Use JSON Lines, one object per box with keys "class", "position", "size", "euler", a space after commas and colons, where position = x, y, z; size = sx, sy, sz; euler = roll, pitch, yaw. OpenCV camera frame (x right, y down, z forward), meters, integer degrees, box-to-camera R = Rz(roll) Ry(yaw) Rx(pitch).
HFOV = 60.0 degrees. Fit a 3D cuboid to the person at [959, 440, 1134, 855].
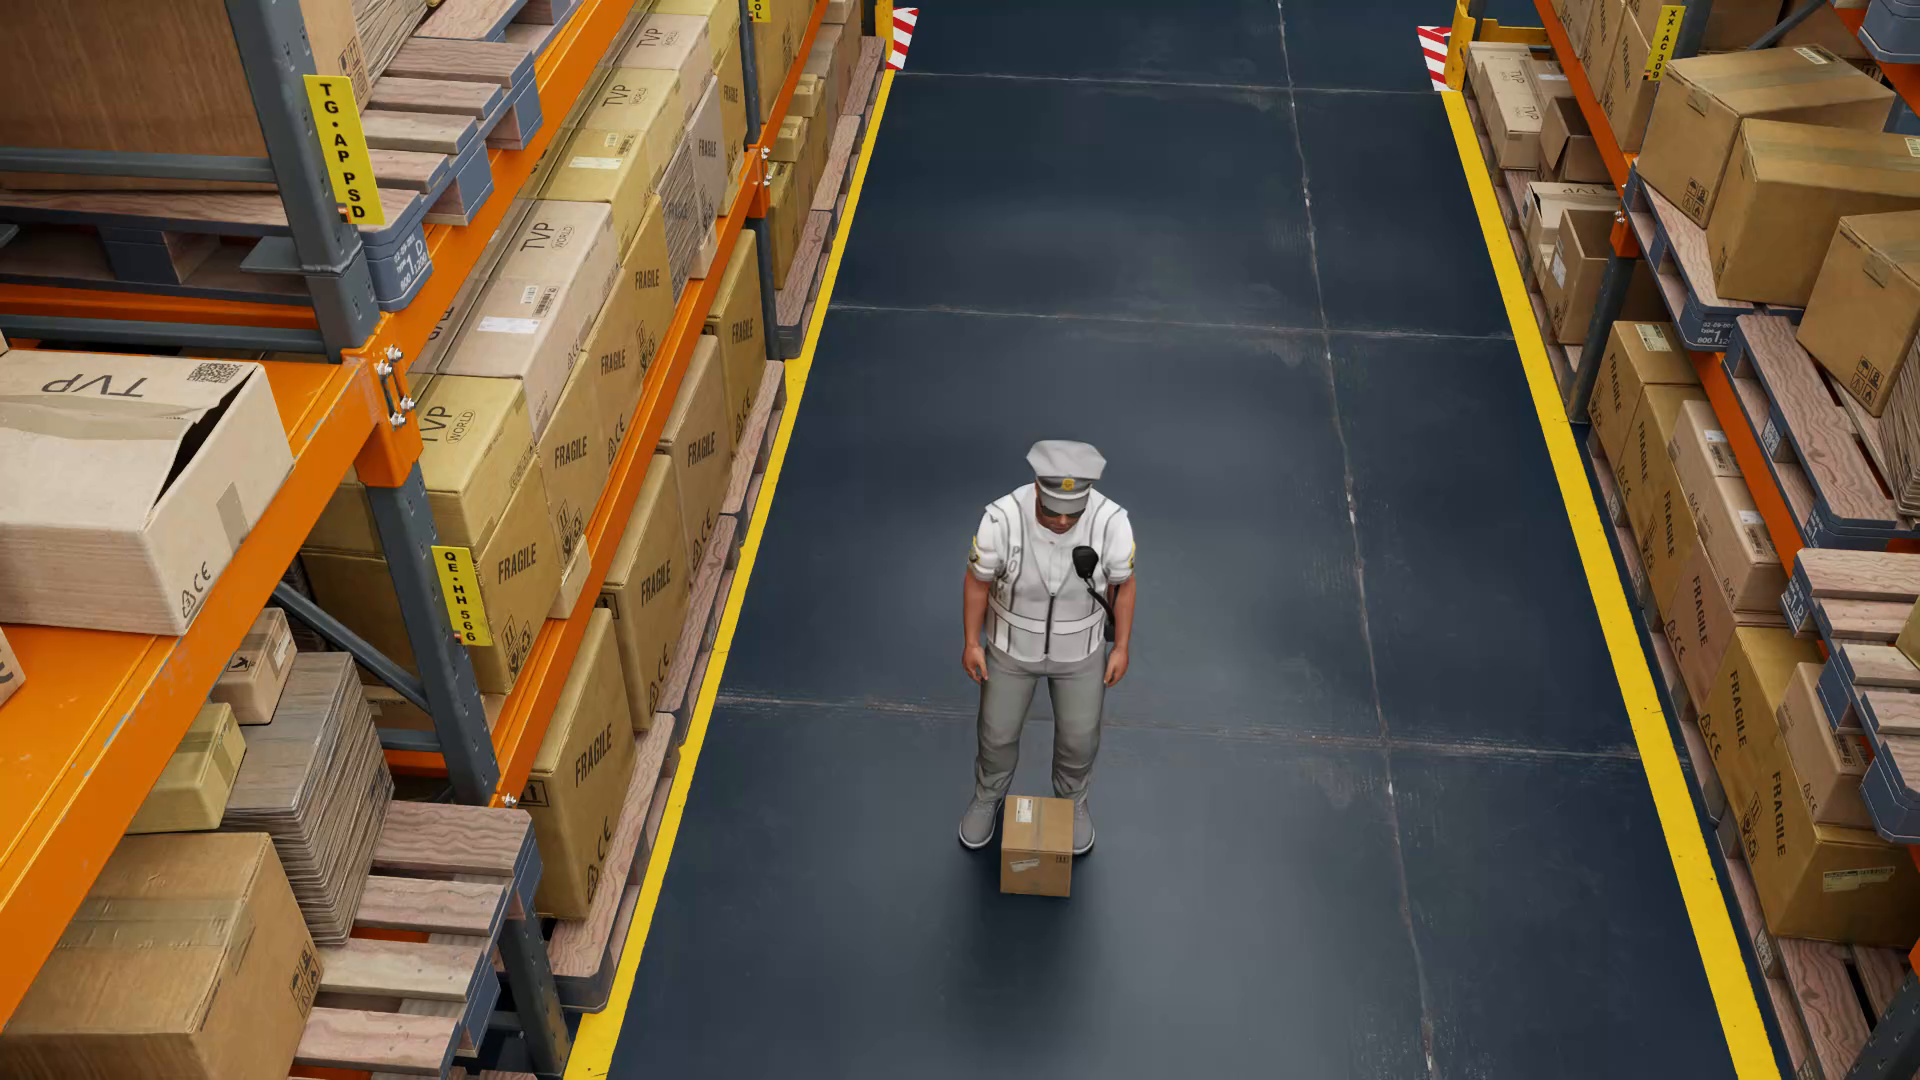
{"class": "person", "position": [0.292, 0.352, 5.728], "size": [0.589, 1.747, 0.442], "euler": [1, 40, 2]}
